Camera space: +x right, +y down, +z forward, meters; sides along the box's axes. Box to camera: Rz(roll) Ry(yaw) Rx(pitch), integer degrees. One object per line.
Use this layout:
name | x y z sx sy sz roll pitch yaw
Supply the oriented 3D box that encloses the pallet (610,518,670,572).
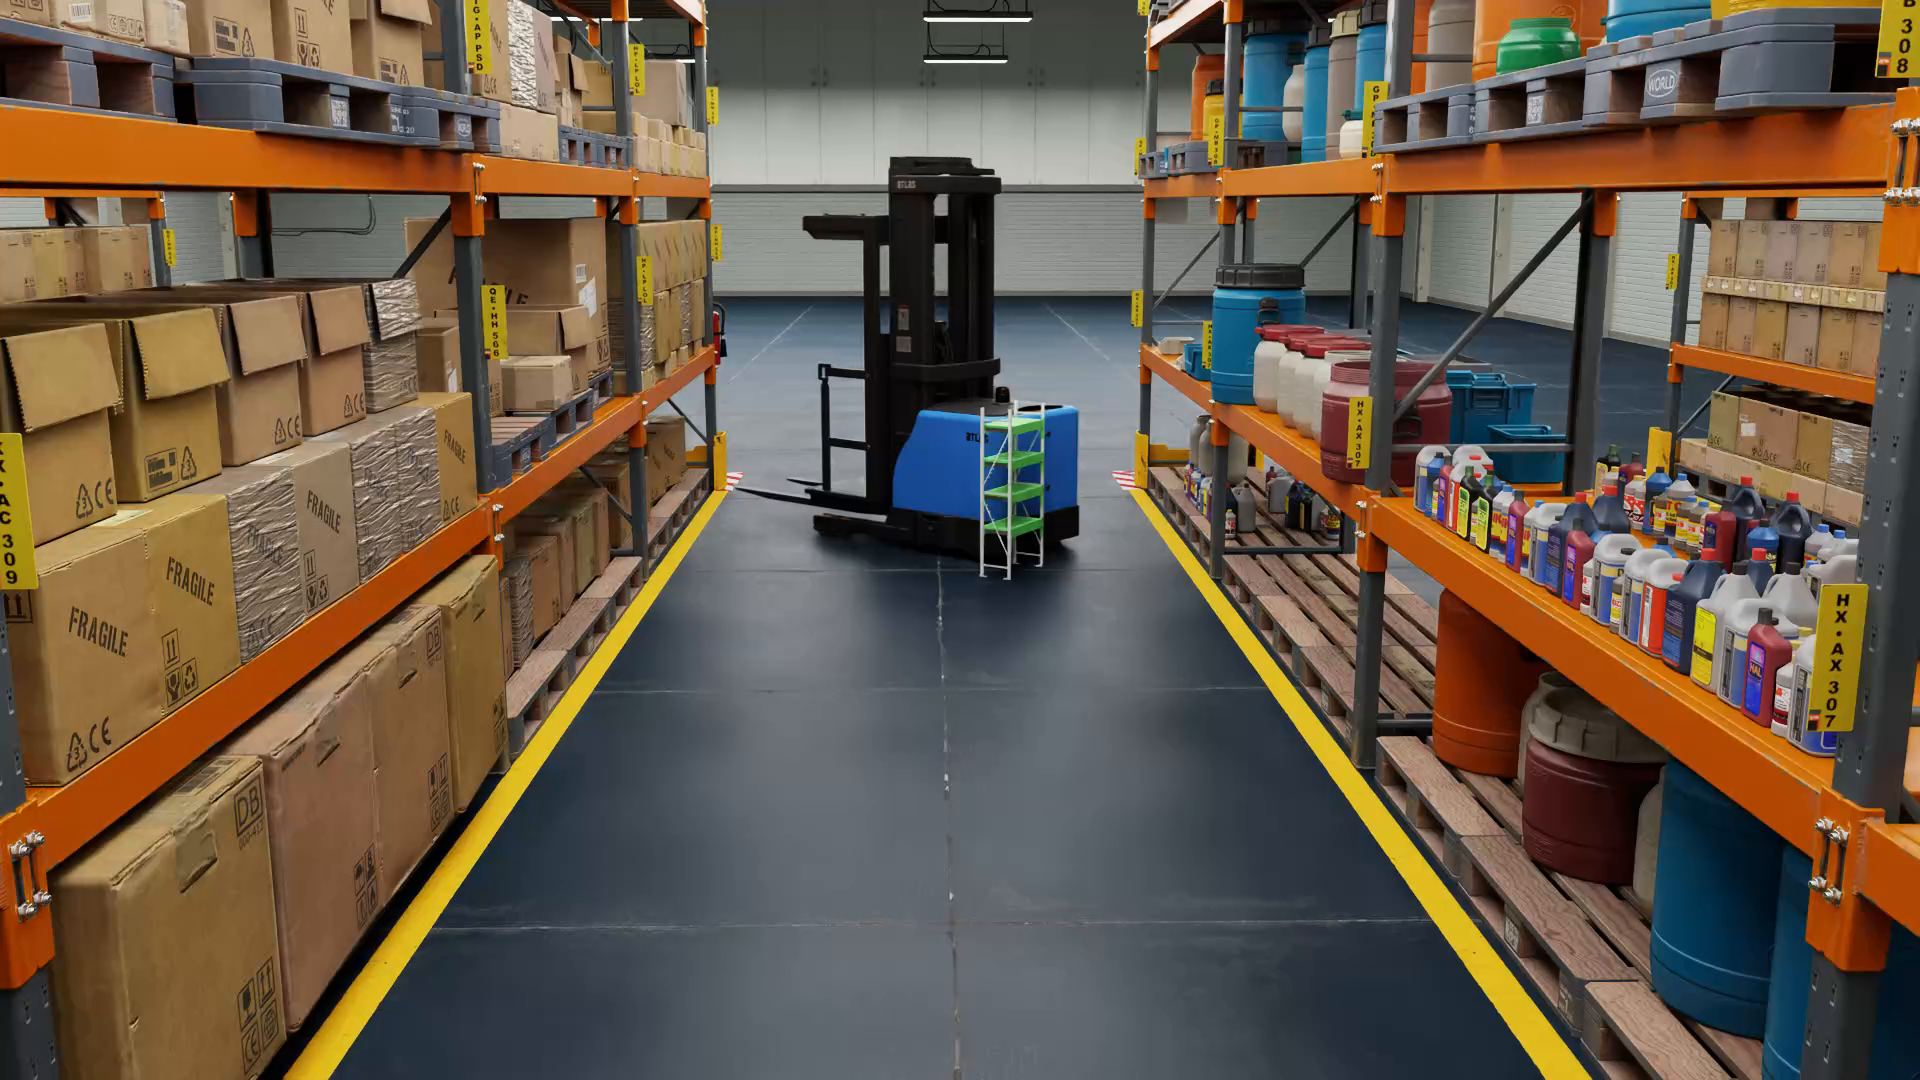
pallet | -2.735 0.051 12.276 1.003 0.211 1.213 0 11 -1

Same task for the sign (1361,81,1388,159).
sign | 1.799 -1.822 7.217 0.100 0.325 0.005 0 11 -1

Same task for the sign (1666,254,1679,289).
sign | 6.581 -2.479 15.359 0.100 0.325 0.005 0 11 -1

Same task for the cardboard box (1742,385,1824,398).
cardboard box | 7.444 -1.138 15.096 0.500 0.500 0.500 0 11 -1

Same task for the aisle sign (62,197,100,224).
aisle sign | -8.031 -3.264 15.065 0.394 0.787 0.004 0 11 -1

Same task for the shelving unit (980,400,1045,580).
shelving unit | 0.375 -0.363 11.828 0.258 1.200 0.503 7 13 30

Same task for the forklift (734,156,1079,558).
forklift | -0.540 -1.522 13.188 3.031 2.935 1.130 9 15 39

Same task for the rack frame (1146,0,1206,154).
rack frame | 2.183 -4.938 14.765 1.000 3.000 0.127 0 11 -1

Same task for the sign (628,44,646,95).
sign | -2.131 -3.102 10.968 0.100 0.325 0.005 0 11 -1

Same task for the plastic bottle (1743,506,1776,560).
plastic bottle | 2.753 0.019 5.714 0.061 0.283 0.133 0 11 -1

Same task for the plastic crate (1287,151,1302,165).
plastic crate | 2.506 -2.883 12.717 0.336 0.188 0.450 0 11 -1

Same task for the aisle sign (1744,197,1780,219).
aisle sign | 7.428 -3.306 15.270 0.394 0.787 0.004 0 11 -1

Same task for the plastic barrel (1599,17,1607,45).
plastic barrel | 2.517 -1.803 6.149 0.301 0.262 0.301 0 11 0

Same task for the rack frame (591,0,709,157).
rack frame | -2.768 -4.917 14.665 1.000 3.000 0.127 0 11 -1

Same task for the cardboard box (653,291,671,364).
cardboard box | -2.608 -1.566 12.235 0.875 0.500 0.500 0 11 -1

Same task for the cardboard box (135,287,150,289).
cardboard box | -7.676 -1.977 14.882 0.875 0.550 0.550 0 11 -1

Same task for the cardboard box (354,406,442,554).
cardboard box | -2.341 -0.240 6.446 0.500 0.500 0.500 0 11 -2

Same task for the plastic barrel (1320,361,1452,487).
plastic barrel | 2.036 -0.565 7.958 0.600 0.536 0.708 0 11 -1

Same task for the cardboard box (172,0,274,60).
cardboard box | -2.540 -1.708 5.071 0.797 0.503 0.637 0 11 -2

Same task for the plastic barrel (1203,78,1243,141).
plastic barrel | 2.334 -3.540 13.888 0.600 0.588 0.600 0 11 0

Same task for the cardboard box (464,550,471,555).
cardboard box | -2.647 0.122 8.209 0.500 0.250 0.500 0 11 1

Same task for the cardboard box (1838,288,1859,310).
cardboard box | 6.979 -1.844 12.724 0.380 0.149 0.250 0 11 -1

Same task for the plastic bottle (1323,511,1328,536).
plastic bottle | 2.696 -0.132 12.097 0.097 0.201 0.097 0 11 0

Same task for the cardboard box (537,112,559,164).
cardboard box | -2.389 -2.082 8.611 0.500 0.250 0.500 0 11 0

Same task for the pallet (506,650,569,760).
pallet | -2.618 0.824 8.466 1.003 0.211 1.213 0 11 -1

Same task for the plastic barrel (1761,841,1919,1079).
plastic barrel | 2.437 1.102 4.304 0.600 0.901 0.708 0 11 -1

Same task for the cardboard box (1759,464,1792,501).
cardboard box | 6.954 -0.470 13.690 0.500 0.250 0.500 0 11 -1

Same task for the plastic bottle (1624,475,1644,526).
plastic bottle | 2.773 -0.162 6.815 0.097 0.201 0.097 0 11 0

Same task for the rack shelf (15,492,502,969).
rack shelf | -2.562 0.363 5.534 1.077 0.370 4.000 0 11 -1

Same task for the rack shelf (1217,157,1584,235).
rack shelf | 2.307 -1.922 9.256 1.077 0.370 4.000 0 11 -1

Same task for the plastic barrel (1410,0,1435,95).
plastic barrel | 2.535 -2.382 8.632 0.600 0.830 0.708 0 11 -1

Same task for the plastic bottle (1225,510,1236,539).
plastic bottle | 1.947 -0.118 12.026 0.097 0.201 0.097 0 11 0

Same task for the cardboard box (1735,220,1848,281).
cardboard box | 7.150 -2.494 14.294 0.700 0.500 0.500 -1 11 -3

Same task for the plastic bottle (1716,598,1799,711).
plastic bottle | 2.093 0.299 4.354 0.152 0.276 0.135 0 11 -1

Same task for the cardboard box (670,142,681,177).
cardboard box | -2.474 -2.978 13.026 0.500 0.250 0.500 0 11 -2

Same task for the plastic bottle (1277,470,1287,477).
plastic bottle | 2.640 -0.437 13.414 0.152 0.276 0.135 -1 11 -3

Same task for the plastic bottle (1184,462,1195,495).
plastic bottle | 1.909 -0.514 13.806 0.097 0.271 0.097 0 11 0

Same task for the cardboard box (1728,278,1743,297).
cardboard box | 6.941 -2.203 14.492 0.380 0.149 0.250 0 11 -1

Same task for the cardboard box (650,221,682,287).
cardboard box | -2.484 -2.256 13.119 0.500 0.500 0.500 0 11 -1

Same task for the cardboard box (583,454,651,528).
cardboard box | -2.673 -0.356 12.502 0.500 0.500 0.500 4 12 17

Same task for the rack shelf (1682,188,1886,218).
rack shelf | 7.177 -2.737 13.272 1.077 0.370 4.000 0 11 -1

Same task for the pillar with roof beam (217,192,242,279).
pillar with roof beam | -14.841 -10.695 43.141 9.100 9.000 0.548 0 11 -1

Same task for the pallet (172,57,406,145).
pallet | -2.511 -1.414 5.418 1.003 0.211 1.213 0 11 1

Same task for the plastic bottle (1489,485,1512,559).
plastic bottle | 2.027 -0.069 6.181 0.097 0.271 0.097 0 11 0

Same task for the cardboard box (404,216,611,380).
cardboard box | -2.809 -1.523 10.459 1.000 1.000 1.000 0 11 -1

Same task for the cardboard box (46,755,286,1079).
cardboard box | -2.554 1.116 4.299 1.225 0.875 0.875 0 11 -1

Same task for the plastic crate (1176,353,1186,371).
plastic crate | 1.979 -1.395 13.054 0.530 0.136 0.437 0 11 -1

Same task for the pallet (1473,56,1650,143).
pallet | 2.291 -1.371 5.201 1.003 0.211 1.213 0 11 -1

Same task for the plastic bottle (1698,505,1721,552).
plastic bottle | 2.787 -0.027 6.148 0.097 0.201 0.097 0 11 0

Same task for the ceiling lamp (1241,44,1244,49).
ceiling lamp | 7.468 -12.879 39.225 2.000 3.185 0.800 0 11 -1

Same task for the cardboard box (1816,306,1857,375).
cardboard box | 7.179 -1.564 12.972 0.700 0.500 0.500 0 11 0

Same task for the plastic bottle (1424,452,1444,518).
plastic bottle | 2.010 -0.234 6.991 0.097 0.271 0.097 0 11 0

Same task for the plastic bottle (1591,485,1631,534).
plastic bottle | 2.212 -0.016 5.717 0.144 0.351 0.185 0 11 -1

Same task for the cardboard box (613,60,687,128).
cardboard box | -2.483 -3.580 13.360 0.500 0.500 0.500 0 11 -1

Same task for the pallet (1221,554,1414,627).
pallet | 2.321 0.320 10.951 1.003 0.211 1.213 0 11 -1

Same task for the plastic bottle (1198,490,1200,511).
plastic bottle | 1.925 -0.332 13.081 0.097 0.201 0.097 0 11 0

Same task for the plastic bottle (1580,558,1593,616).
plastic bottle | 2.045 0.139 5.327 0.097 0.201 0.097 0 11 0

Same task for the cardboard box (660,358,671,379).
cardboard box | -2.393 -1.302 12.564 0.380 0.149 0.250 0 11 -1
